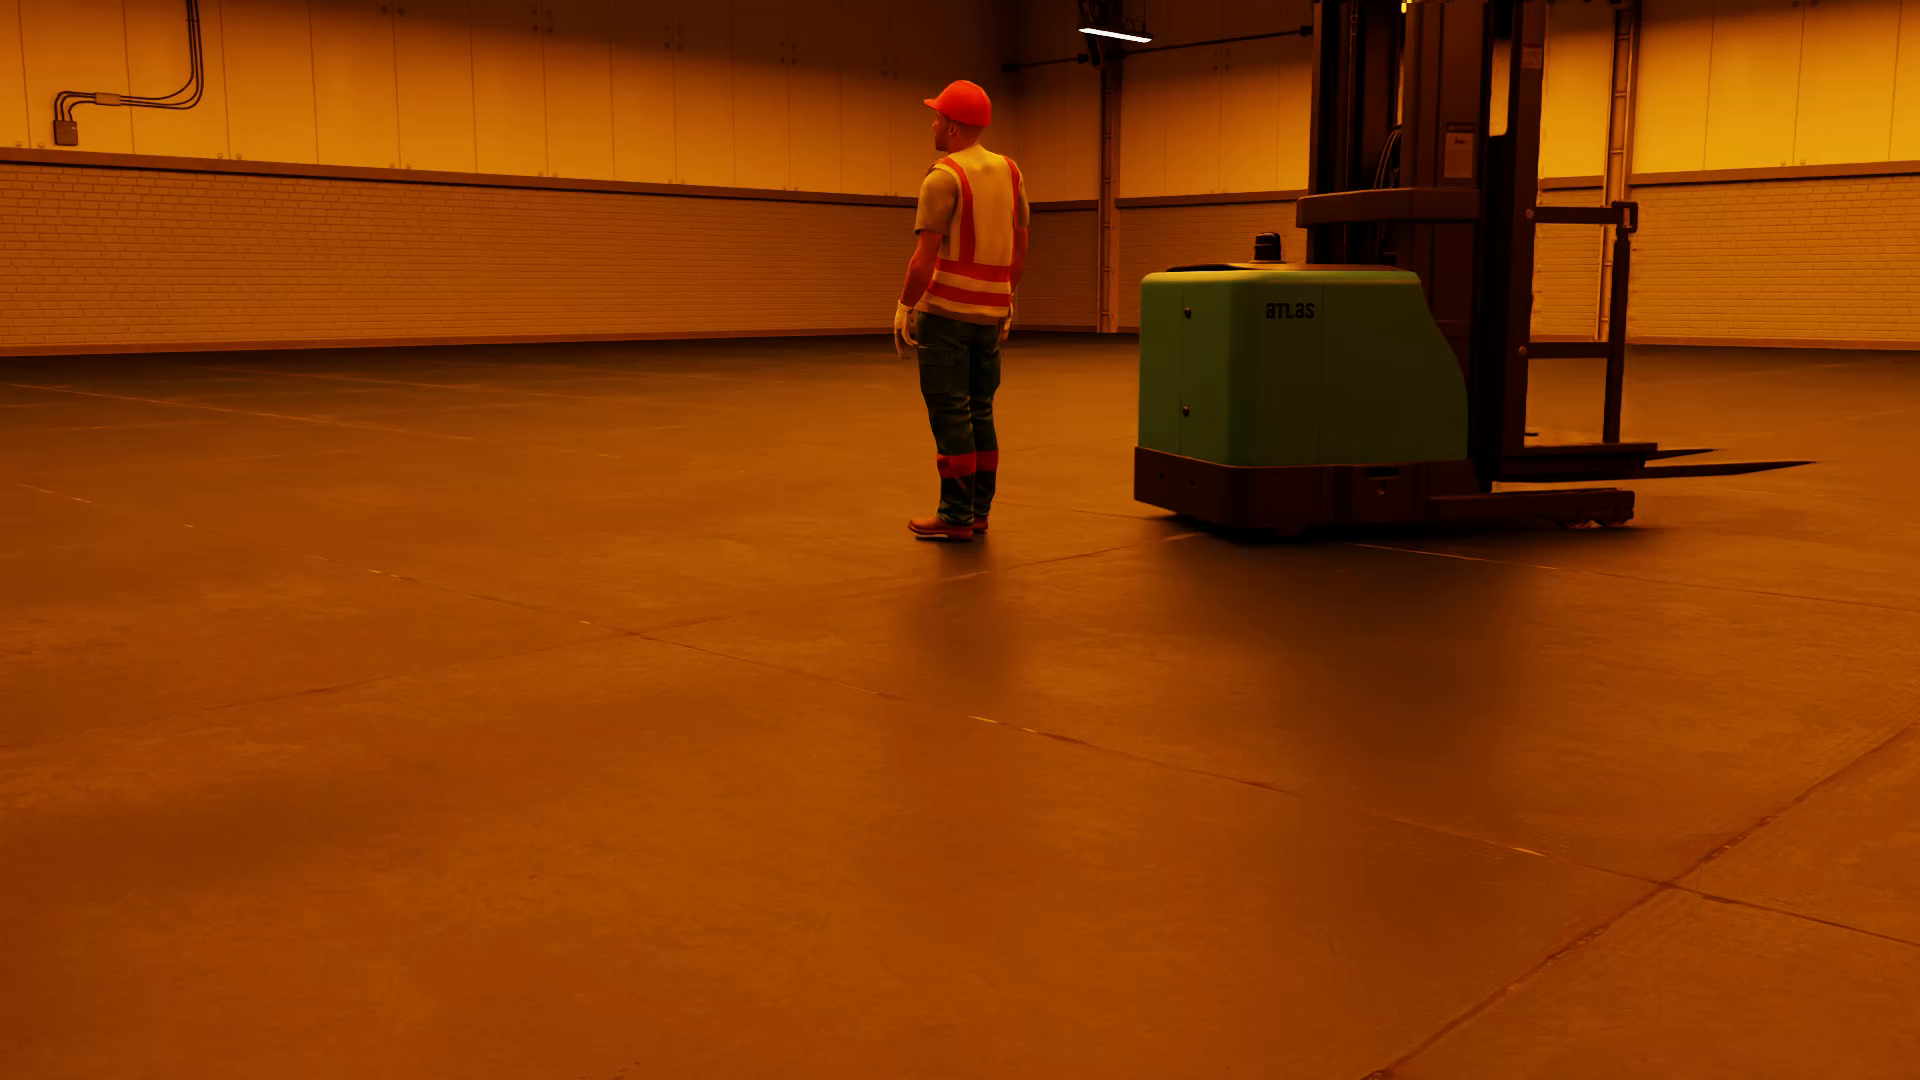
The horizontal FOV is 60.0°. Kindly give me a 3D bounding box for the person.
[{"bbox_3d":[-0.049,-0.902,6.647,0.564,1.787,0.637,8,12,43],"label":"person"}]

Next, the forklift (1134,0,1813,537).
[{"bbox_3d":[2.353,-1.564,7.262,3.031,2.935,1.130,-3,9,-18],"label":"forklift"}]
